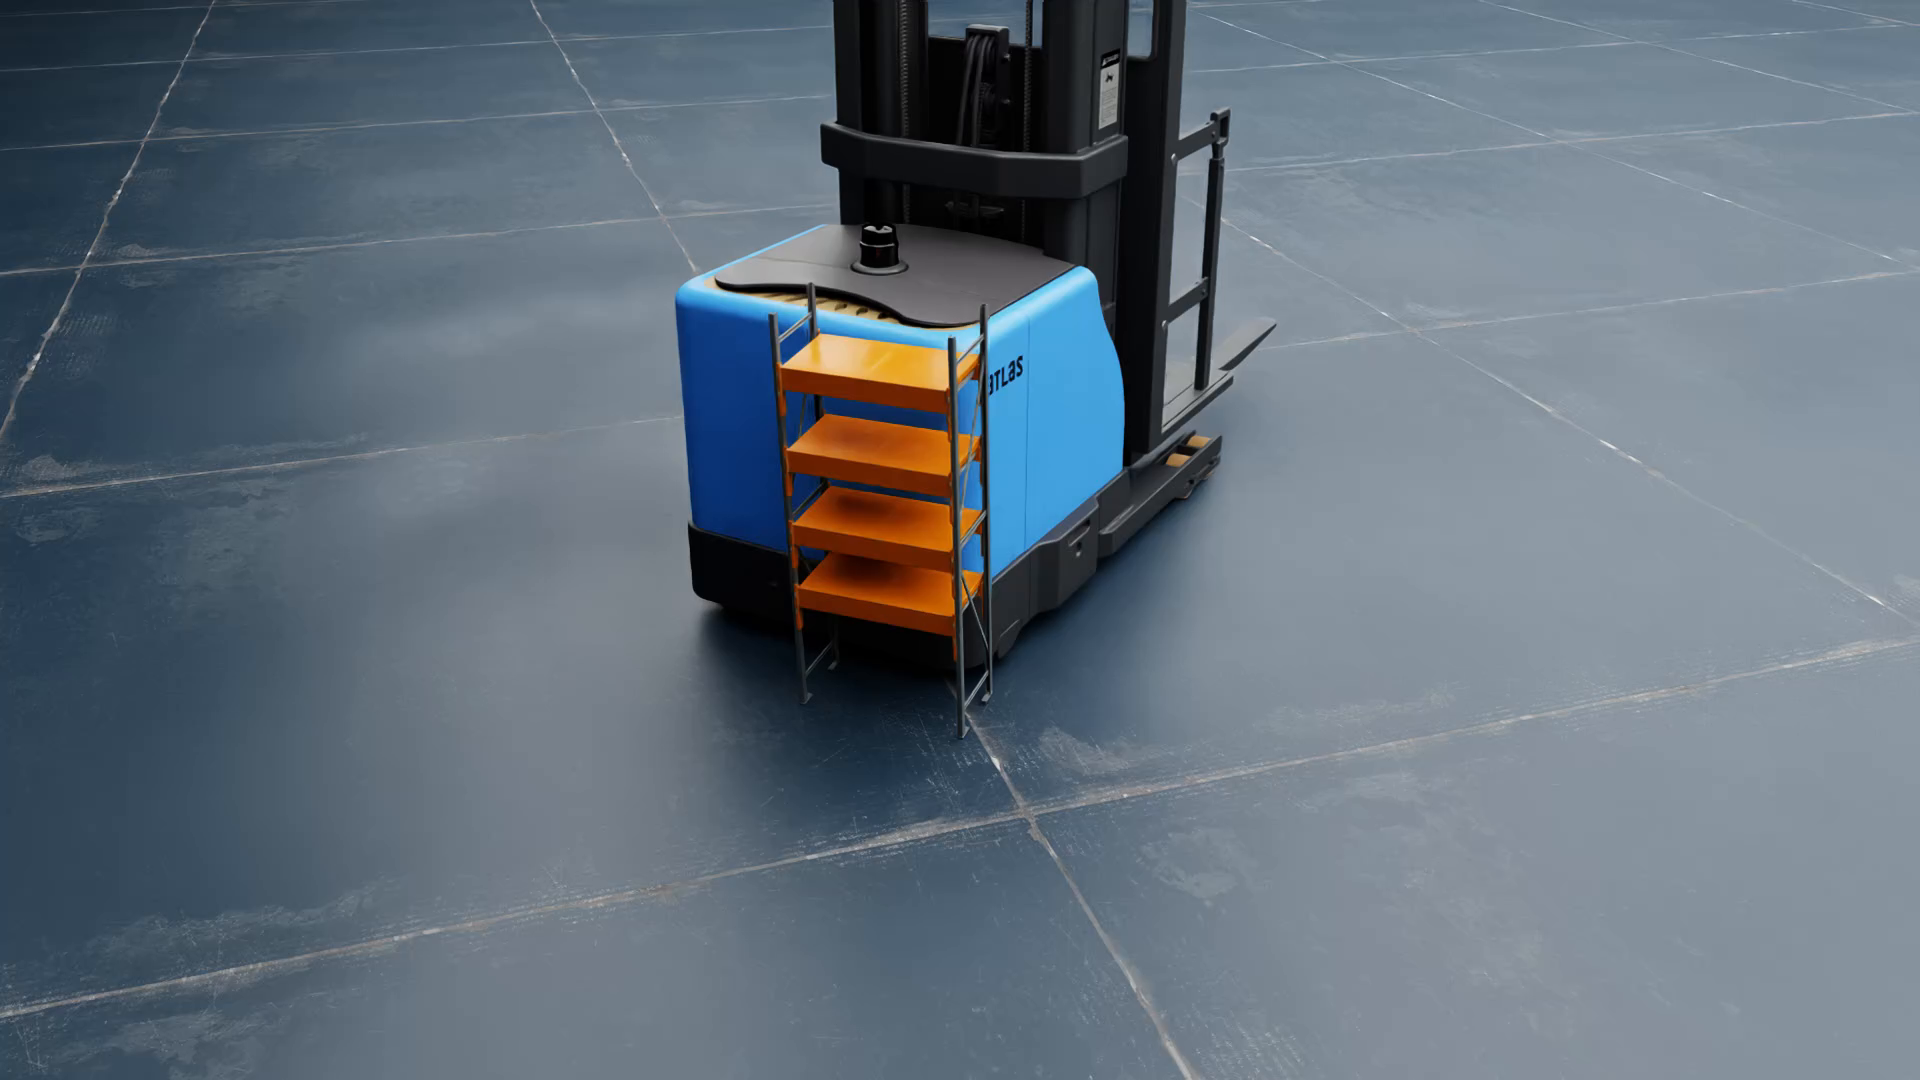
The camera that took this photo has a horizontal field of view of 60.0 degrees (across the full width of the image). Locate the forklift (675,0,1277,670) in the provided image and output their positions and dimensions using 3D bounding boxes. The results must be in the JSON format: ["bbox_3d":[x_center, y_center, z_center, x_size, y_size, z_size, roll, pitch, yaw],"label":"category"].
[{"bbox_3d":[0.320,-1.552,5.581,1.130,2.935,3.031,14,30,26],"label":"forklift"}]

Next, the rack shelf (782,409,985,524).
[{"bbox_3d":[-0.198,-0.200,4.437,0.480,0.148,0.258,10,31,19],"label":"rack shelf"}]

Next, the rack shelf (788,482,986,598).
[{"bbox_3d":[-0.194,-0.005,4.546,0.480,0.148,0.258,10,31,19],"label":"rack shelf"}]

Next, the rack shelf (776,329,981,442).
[{"bbox_3d":[-0.203,-0.406,4.321,0.480,0.148,0.258,10,31,19],"label":"rack shelf"}]

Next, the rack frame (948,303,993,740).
[{"bbox_3d":[0.032,-0.024,4.434,0.015,1.200,0.240,10,31,19],"label":"rack frame"}]

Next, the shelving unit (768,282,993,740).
[{"bbox_3d":[-0.195,-0.064,4.513,0.503,1.200,0.258,10,31,19],"label":"shelving unit"}]

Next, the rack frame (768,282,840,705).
[{"bbox_3d":[-0.422,-0.103,4.593,0.015,1.200,0.240,10,31,19],"label":"rack frame"}]

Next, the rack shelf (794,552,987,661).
[{"bbox_3d":[-0.190,0.168,4.644,0.480,0.148,0.258,10,31,19],"label":"rack shelf"}]
